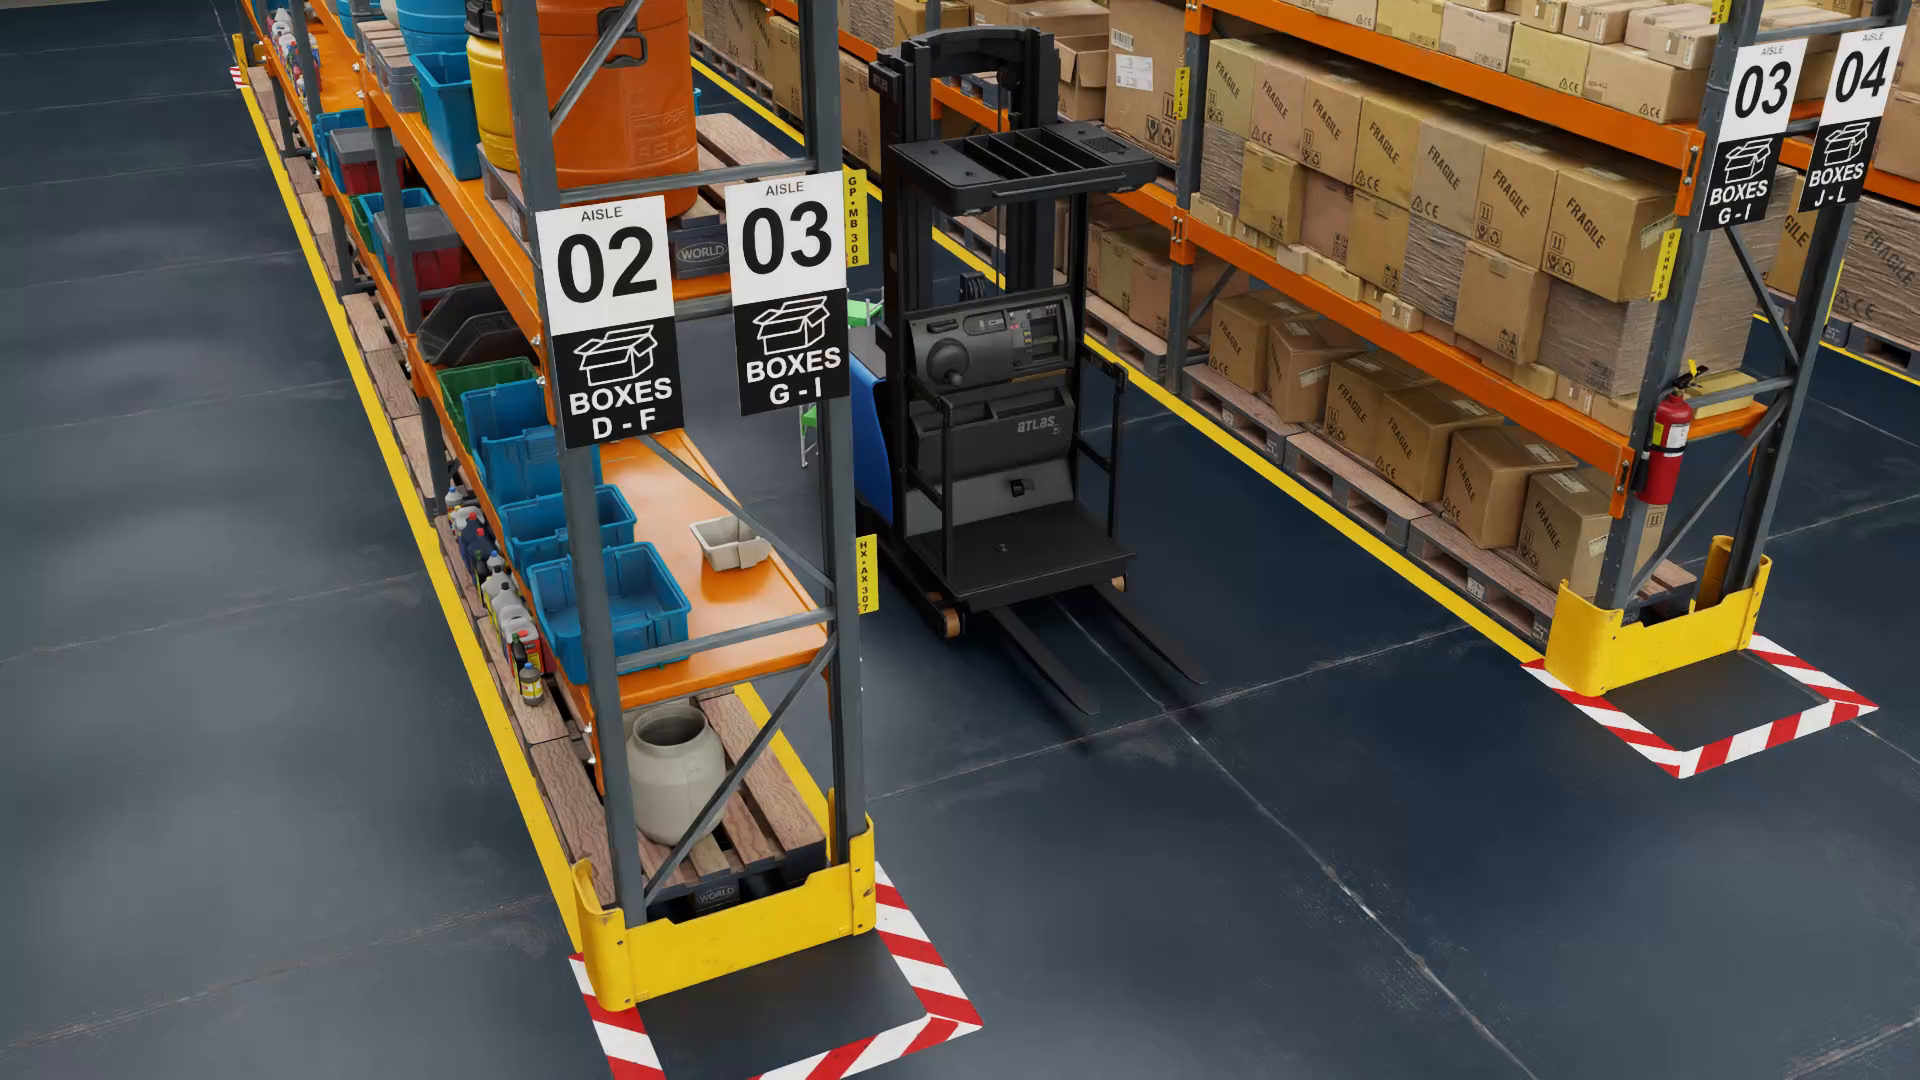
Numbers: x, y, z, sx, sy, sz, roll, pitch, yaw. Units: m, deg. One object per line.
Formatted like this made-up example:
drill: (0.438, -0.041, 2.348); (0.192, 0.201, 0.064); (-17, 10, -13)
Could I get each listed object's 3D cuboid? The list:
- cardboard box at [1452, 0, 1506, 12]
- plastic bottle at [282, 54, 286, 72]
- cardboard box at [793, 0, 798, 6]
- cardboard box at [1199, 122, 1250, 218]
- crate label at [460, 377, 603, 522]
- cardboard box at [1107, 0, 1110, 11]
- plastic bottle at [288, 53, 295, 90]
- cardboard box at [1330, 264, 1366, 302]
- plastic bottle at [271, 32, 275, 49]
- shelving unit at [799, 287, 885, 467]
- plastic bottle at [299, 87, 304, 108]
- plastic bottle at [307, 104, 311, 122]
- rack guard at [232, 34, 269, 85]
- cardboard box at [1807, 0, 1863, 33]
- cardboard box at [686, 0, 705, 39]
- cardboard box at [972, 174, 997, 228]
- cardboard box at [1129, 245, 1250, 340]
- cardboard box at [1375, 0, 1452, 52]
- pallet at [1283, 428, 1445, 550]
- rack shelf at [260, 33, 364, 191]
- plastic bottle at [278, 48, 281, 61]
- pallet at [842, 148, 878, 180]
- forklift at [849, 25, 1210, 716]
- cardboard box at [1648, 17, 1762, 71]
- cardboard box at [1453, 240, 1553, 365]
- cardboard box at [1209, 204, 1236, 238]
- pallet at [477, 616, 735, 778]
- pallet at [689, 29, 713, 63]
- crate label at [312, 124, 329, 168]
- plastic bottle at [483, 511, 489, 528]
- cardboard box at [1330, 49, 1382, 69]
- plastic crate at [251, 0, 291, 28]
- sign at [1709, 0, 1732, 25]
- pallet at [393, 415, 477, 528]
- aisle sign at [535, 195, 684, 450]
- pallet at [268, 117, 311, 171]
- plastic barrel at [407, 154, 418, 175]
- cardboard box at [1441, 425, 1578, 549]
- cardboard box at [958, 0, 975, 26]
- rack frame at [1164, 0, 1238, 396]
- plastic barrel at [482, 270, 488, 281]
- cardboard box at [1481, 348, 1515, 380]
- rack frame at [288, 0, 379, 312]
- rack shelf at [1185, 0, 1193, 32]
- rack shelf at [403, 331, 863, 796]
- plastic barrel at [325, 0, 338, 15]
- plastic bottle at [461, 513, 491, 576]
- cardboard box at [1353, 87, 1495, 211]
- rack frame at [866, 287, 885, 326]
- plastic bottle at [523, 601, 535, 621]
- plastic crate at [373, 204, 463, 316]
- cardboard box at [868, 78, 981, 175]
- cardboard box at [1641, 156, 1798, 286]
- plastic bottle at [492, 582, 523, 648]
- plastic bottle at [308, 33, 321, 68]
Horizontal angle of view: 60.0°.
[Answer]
cardboard box: (2.668, -2.726, 8.223); (0.380, 0.149, 0.250); (-15, 32, -24)
plastic bottle: (-5.726, -4.099, 14.196); (0.097, 0.201, 0.097); (0, 29, 0)
cardboard box: (-1.342, -5.542, 16.465); (0.500, 0.500, 0.500); (-13, 32, -22)
cardboard box: (2.041, -2.404, 10.564); (0.875, 0.500, 0.500); (-13, 32, -22)
crate label: (-1.886, -0.407, 7.373); (0.502, 0.435, 0.616); (-13, 32, -22)
cardboard box: (2.069, -6.709, 20.829); (0.380, 0.149, 0.250); (-15, 32, -24)
plastic bottle: (-5.473, -3.853, 13.674); (0.061, 0.283, 0.133); (-13, 32, -22)
cardboard box: (2.381, -1.515, 9.641); (0.380, 0.149, 0.250); (-13, 32, -22)
plastic bottle: (-6.108, -4.492, 14.897); (0.097, 0.201, 0.097); (0, 29, 0)
shelving unit: (-0.727, -0.996, 10.299); (0.503, 1.200, 0.258); (12, 31, 20)
plastic bottle: (-5.186, -3.544, 13.206); (0.097, 0.201, 0.097); (0, 29, 0)
plastic bottle: (-4.977, -3.329, 12.822); (0.097, 0.201, 0.097); (0, 29, 0)
rack guard: (-7.743, -5.621, 19.263); (1.175, 0.500, 0.348); (-13, 32, -22)
cardboard box: (6.555, -3.805, 12.212); (0.875, 0.550, 0.550); (-13, 32, -22)
cardboard box: (-2.900, -6.734, 20.435); (0.875, 0.875, 0.875); (-13, 32, -22)
cardboard box: (0.493, -3.019, 14.173); (0.700, 0.500, 0.500); (-15, 33, -25)
cardboard box: (1.660, -1.820, 12.034); (0.700, 0.500, 0.500); (-16, 33, -26)
cardboard box: (2.535, -2.747, 8.669); (0.500, 0.250, 0.500); (-14, 32, -23)
pallet: (2.752, -0.397, 10.242); (1.003, 0.211, 1.213); (-13, 32, -22)
rack shelf: (-5.145, -3.739, 14.087); (1.077, 0.370, 4.000); (-13, 32, -22)
plastic bottle: (-5.883, -4.261, 14.484); (0.097, 0.201, 0.097); (0, 29, 0)
pallet: (-0.603, -3.895, 16.481); (1.003, 0.211, 1.213); (-13, 32, -22)
forklift: (0.268, -1.000, 8.536); (1.130, 2.935, 3.031); (-13, 32, -22)
cardboard box: (3.220, -2.149, 7.195); (0.380, 0.149, 0.250); (-13, 32, -22)
cardboard box: (3.087, -1.293, 8.583); (0.875, 0.500, 0.500); (-13, 32, -22)
cardboard box: (1.820, -2.061, 10.616); (0.380, 0.149, 0.250); (-13, 32, -22)
pallet: (-1.791, 0.659, 8.359); (1.003, 0.211, 1.213); (-13, 32, -22)
pallet: (-2.834, -6.190, 20.573); (1.003, 0.211, 1.213); (-13, 32, -22)
crate label: (-4.444, -2.832, 11.904); (0.303, 0.233, 0.416); (-13, 32, -22)
plastic bottle: (-2.569, -0.062, 9.122); (0.061, 0.283, 0.133); (-13, 32, -22)
cardboard box: (2.562, -2.690, 10.052); (0.500, 0.500, 0.500); (-13, 32, -22)
plastic crate: (-6.512, -5.090, 15.715); (0.392, 0.384, 0.575); (-13, 32, -22)
sign: (3.111, -2.262, 6.745); (0.100, 0.325, 0.005); (-13, 32, -22)
pallet: (-2.941, -0.525, 10.470); (1.003, 0.211, 1.213); (-13, 32, -22)
aisle sign: (-1.089, -0.675, 5.229); (0.394, 0.787, 0.004); (-13, 32, -22)
pallet: (-6.354, -4.037, 16.733); (1.003, 0.211, 1.213); (-13, 32, -22)
plastic barrel: (-3.652, -2.809, 11.577); (0.421, 0.512, 0.421); (0, 29, 0)
cardboard box: (3.081, -0.305, 9.353); (0.500, 0.500, 0.500); (-5, 30, -9)
cardboard box: (0.224, -4.525, 14.650); (0.500, 0.500, 0.500); (-12, 31, -21)
rack frame: (1.904, -2.442, 11.039); (1.000, 3.000, 0.127); (-13, 32, -22)
plastic barrel: (-2.461, -1.855, 9.479); (0.600, 0.901, 0.708); (-13, 32, -22)
cardboard box: (2.959, -0.972, 8.674); (0.380, 0.149, 0.250); (-13, 32, -22)
rack frame: (-4.286, -3.169, 12.335); (1.000, 3.000, 0.127); (-13, 32, -22)
rack shelf: (1.046, -4.320, 12.057); (1.077, 0.370, 4.000); (-13, 32, -22)
rack shelf: (-1.711, -0.205, 7.784); (1.077, 0.370, 4.000); (-13, 32, -22)
plastic barrel: (-3.264, -3.397, 9.162); (0.600, 0.901, 0.600); (0, 29, 0)
plastic bottle: (-2.597, 0.005, 8.933); (0.144, 0.351, 0.185); (-12, 32, -21)
cardboard box: (2.523, -2.140, 9.070); (0.500, 0.500, 0.500); (-13, 32, -22)
rack frame: (-0.503, -0.948, 10.214); (0.015, 1.200, 0.240); (12, 31, 20)
plastic bottle: (-2.164, 0.379, 8.419); (0.097, 0.201, 0.097); (0, 29, 0)
plastic crate: (-3.053, -1.580, 9.435); (0.402, 0.464, 0.583); (-13, 32, -22)
cardboard box: (-0.091, -3.775, 15.158); (1.225, 0.875, 0.875); (-15, 32, -24)
cardboard box: (3.631, -1.585, 8.081); (0.500, 0.500, 0.500); (-13, 32, -22)
plastic bottle: (-2.254, 0.358, 8.303); (0.144, 0.351, 0.185); (-12, 31, -20)
plastic bottle: (-5.614, -4.221, 14.337); (0.152, 0.276, 0.135); (-13, 32, -22)
